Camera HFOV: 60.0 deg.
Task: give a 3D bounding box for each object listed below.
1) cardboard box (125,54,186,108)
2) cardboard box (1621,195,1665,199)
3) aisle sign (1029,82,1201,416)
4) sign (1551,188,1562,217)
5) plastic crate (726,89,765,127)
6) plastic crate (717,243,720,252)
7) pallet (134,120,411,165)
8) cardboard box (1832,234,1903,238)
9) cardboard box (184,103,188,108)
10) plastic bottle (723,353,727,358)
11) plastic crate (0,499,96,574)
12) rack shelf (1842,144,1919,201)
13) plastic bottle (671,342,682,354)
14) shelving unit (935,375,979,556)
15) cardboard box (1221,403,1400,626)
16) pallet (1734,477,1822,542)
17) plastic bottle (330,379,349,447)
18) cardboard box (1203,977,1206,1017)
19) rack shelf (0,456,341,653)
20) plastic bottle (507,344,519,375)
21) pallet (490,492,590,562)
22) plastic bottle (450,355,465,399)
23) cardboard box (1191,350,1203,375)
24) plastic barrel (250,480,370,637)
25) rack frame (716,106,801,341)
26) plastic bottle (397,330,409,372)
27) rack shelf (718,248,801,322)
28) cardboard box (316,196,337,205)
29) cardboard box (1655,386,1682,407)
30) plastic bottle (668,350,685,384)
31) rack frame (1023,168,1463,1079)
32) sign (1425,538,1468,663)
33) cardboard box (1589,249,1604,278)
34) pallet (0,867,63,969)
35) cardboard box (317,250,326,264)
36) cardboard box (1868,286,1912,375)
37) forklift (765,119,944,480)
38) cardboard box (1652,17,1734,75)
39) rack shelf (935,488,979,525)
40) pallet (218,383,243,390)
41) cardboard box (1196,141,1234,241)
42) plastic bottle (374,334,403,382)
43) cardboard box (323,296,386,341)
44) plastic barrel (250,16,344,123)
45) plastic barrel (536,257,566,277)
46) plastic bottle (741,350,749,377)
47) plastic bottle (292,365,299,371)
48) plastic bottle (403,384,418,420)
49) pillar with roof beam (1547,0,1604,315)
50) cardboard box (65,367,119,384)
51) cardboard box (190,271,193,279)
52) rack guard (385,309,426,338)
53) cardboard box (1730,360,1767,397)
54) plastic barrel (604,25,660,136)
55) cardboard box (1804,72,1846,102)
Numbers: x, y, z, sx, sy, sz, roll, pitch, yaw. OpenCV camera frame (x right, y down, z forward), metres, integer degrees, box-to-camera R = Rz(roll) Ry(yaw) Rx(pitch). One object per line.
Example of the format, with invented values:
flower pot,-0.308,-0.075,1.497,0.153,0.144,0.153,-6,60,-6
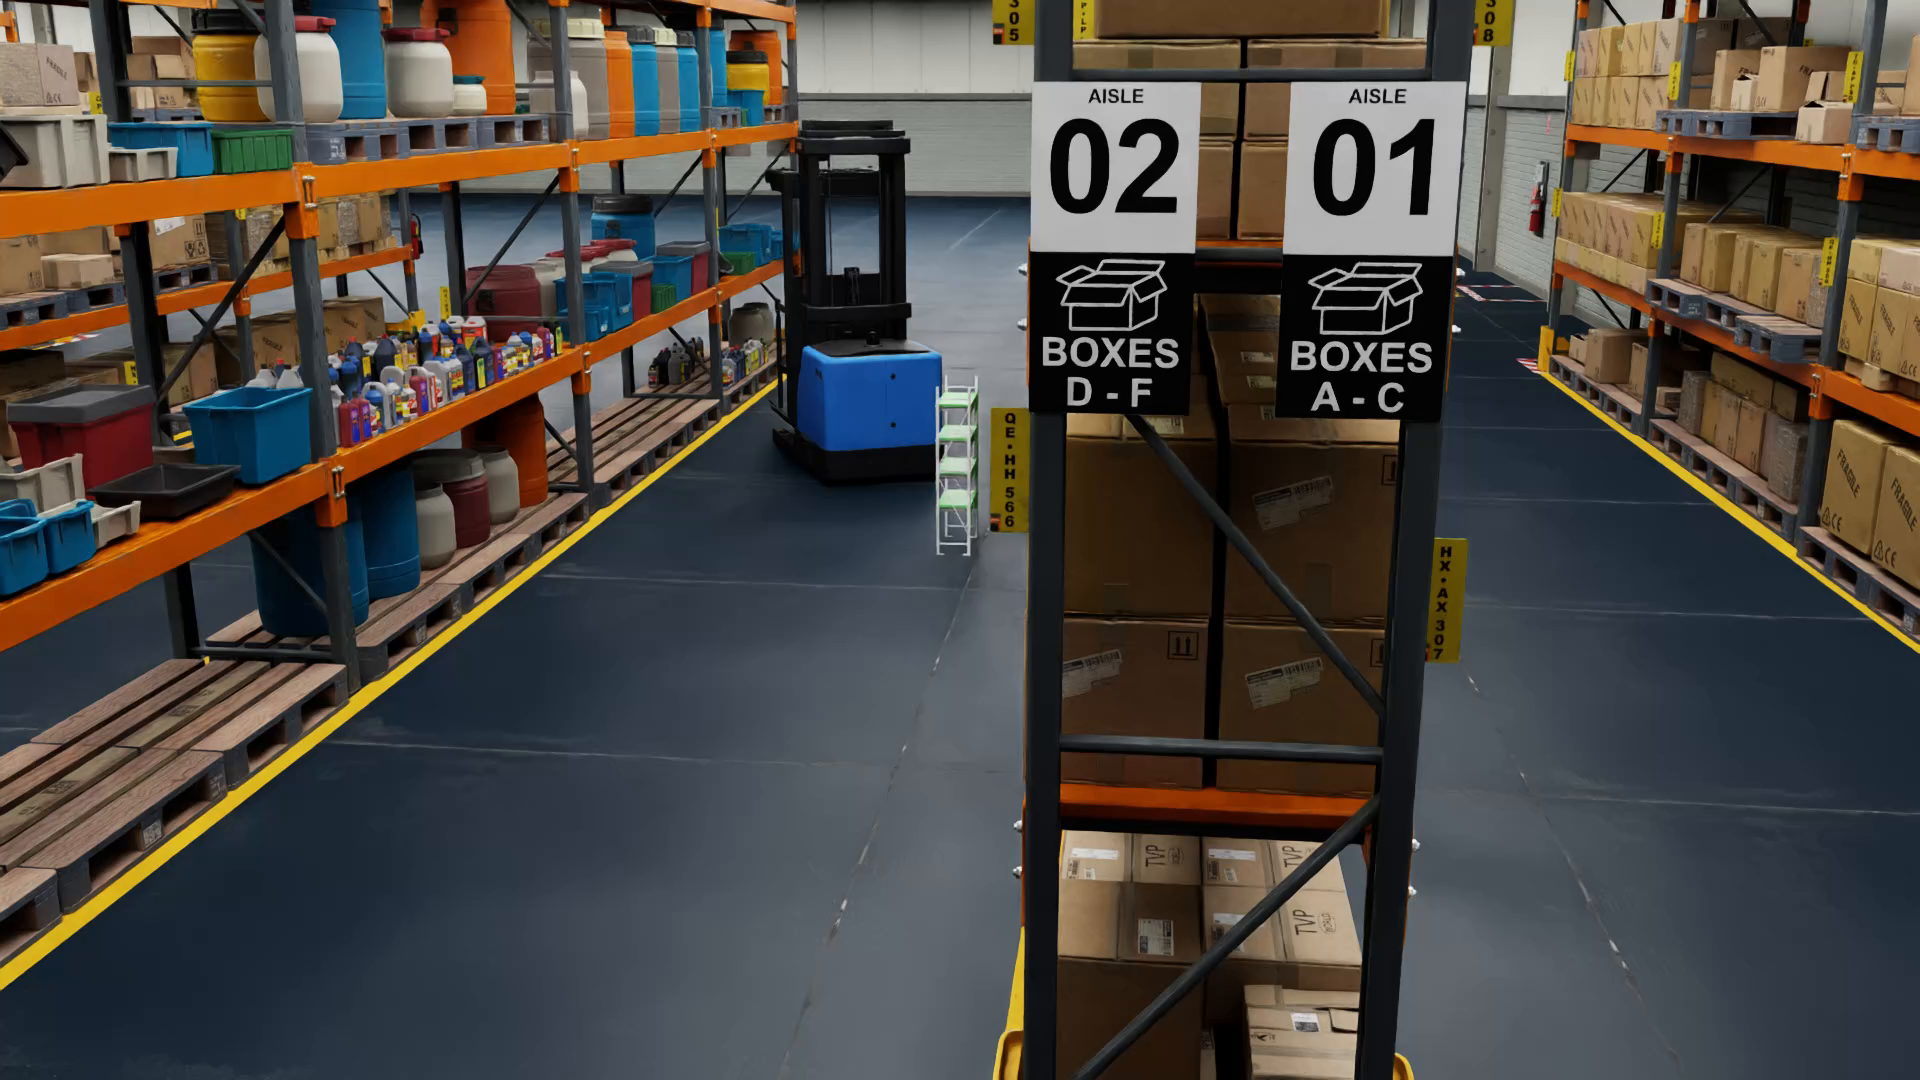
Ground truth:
cardboard box,-7.963,-4.431,16.054,0.797,0.503,0.637,1,15,3
cardboard box,7.497,-3.490,18.134,0.500,0.500,0.500,2,15,7
aisle sign,0.365,-0.691,3.989,0.394,0.787,0.004,2,15,6
sign,6.866,-3.883,19.117,0.100,0.325,0.005,2,15,6
plastic crate,-2.354,-4.678,17.999,0.392,0.384,0.575,2,15,6
plastic crate,-2.859,-3.391,19.462,0.298,0.136,0.250,2,15,6
pallet,-3.801,-2.192,9.136,1.213,0.211,1.003,2,15,6
cardboard box,6.533,-2.122,11.987,0.380,0.149,0.250,-1,15,-3
cardboard box,-8.019,-4.351,17.047,0.500,0.250,0.500,2,15,8
plastic bottle,-2.490,-1.837,17.594,0.097,0.271,0.097,0,15,0
plastic crate,-3.706,-0.013,6.670,0.416,0.233,0.300,2,15,6
rack shelf,6.277,-1.956,9.282,1.077,0.370,4.000,2,15,6
plastic bottle,-3.045,-1.946,17.845,0.144,0.351,0.185,2,15,6
shelving unit,-0.019,-0.536,11.847,0.258,1.200,0.503,2,15,6
cardboard box,0.990,-0.083,4.614,0.500,0.500,0.500,2,15,8
pallet,6.592,-0.231,12.612,1.003,0.211,1.213,2,15,6
plastic bottle,-3.426,-0.697,9.088,0.144,0.351,0.185,2,15,6
cardboard box,0.629,1.460,5.600,0.380,0.166,0.250,2,15,6
rack shelf,-4.018,0.237,6.916,1.077,0.370,4.000,2,15,6
plastic bottle,-3.075,-1.237,11.372,0.097,0.201,0.097,0,15,0
pallet,-3.389,-0.114,12.181,1.003,0.211,1.213,2,15,6
plastic bottle,-3.180,-1.030,10.472,0.097,0.271,0.097,0,15,0
cardboard box,0.564,-0.365,5.657,0.500,0.500,0.500,2,15,8
plastic barrel,-3.714,0.041,9.480,0.600,0.901,0.708,2,15,6
rack frame,-2.438,-3.741,20.251,1.000,3.000,0.127,2,15,6
plastic bottle,-3.850,-1.294,11.424,0.061,0.283,0.133,2,15,6
rack shelf,-2.664,-2.875,18.426,1.077,0.370,4.000,2,15,6
cardboard box,-7.350,-4.023,18.615,0.500,0.500,0.500,2,15,6
cardboard box,6.985,-1.396,16.164,0.380,0.166,0.250,0,15,-1
plastic bottle,-2.960,-1.809,17.336,0.144,0.351,0.185,2,15,6
rack frame,0.677,0.556,4.361,1.000,3.000,0.127,2,15,6
sign,1.217,0.154,4.189,0.100,0.325,0.005,2,15,6
cardboard box,6.868,-2.871,17.283,0.500,0.250,0.500,2,15,7
pallet,-4.112,1.542,6.055,1.003,0.211,1.213,2,15,6
cardboard box,-7.332,-3.165,18.600,0.380,0.149,0.250,2,15,6
cardboard box,6.125,-1.322,10.504,0.500,0.500,0.500,2,15,8
forklift,-1.090,-2.254,14.882,1.130,2.935,3.031,-5,16,-18
cardboard box,6.741,-4.538,15.307,0.500,0.500,0.500,0,15,1
rack shelf,-0.019,-0.243,11.926,0.258,0.148,0.480,2,15,6
pallet,-7.770,-1.679,17.966,1.003,0.211,1.213,2,15,6
cardboard box,0.473,-0.961,4.510,0.500,0.250,0.500,2,15,6
plastic bottle,-3.723,-1.169,10.833,0.144,0.351,0.185,2,15,6
cardboard box,-7.447,-2.722,20.465,0.500,0.500,0.500,5,16,17
plastic barrel,-3.484,-2.474,8.754,0.433,0.535,0.433,0,15,0
plastic barrel,-3.390,-2.102,13.977,0.421,0.512,0.421,0,15,0
plastic bottle,-2.305,-1.892,17.775,0.061,0.283,0.133,2,15,9
plastic bottle,-3.971,-0.906,10.004,0.152,0.276,0.135,2,15,6
plastic bottle,-3.258,-0.816,9.815,0.097,0.201,0.097,0,15,0
pillar with roof beam,4.585,-7.821,23.847,9.100,9.000,0.400,2,15,6
cardboard box,-8.100,-1.284,15.108,0.700,0.500,0.500,3,15,11
cardboard box,-8.079,-2.793,17.225,0.380,0.149,0.250,2,15,6
rack guard,-7.368,-2.661,21.044,1.175,0.500,0.348,2,15,6
cardboard box,6.786,-1.339,13.876,0.500,0.250,0.500,1,15,5
plastic barrel,-2.879,-3.916,14.191,0.600,0.901,0.708,2,15,6
cardboard box,6.741,-3.215,12.324,0.797,0.503,0.637,4,16,14
